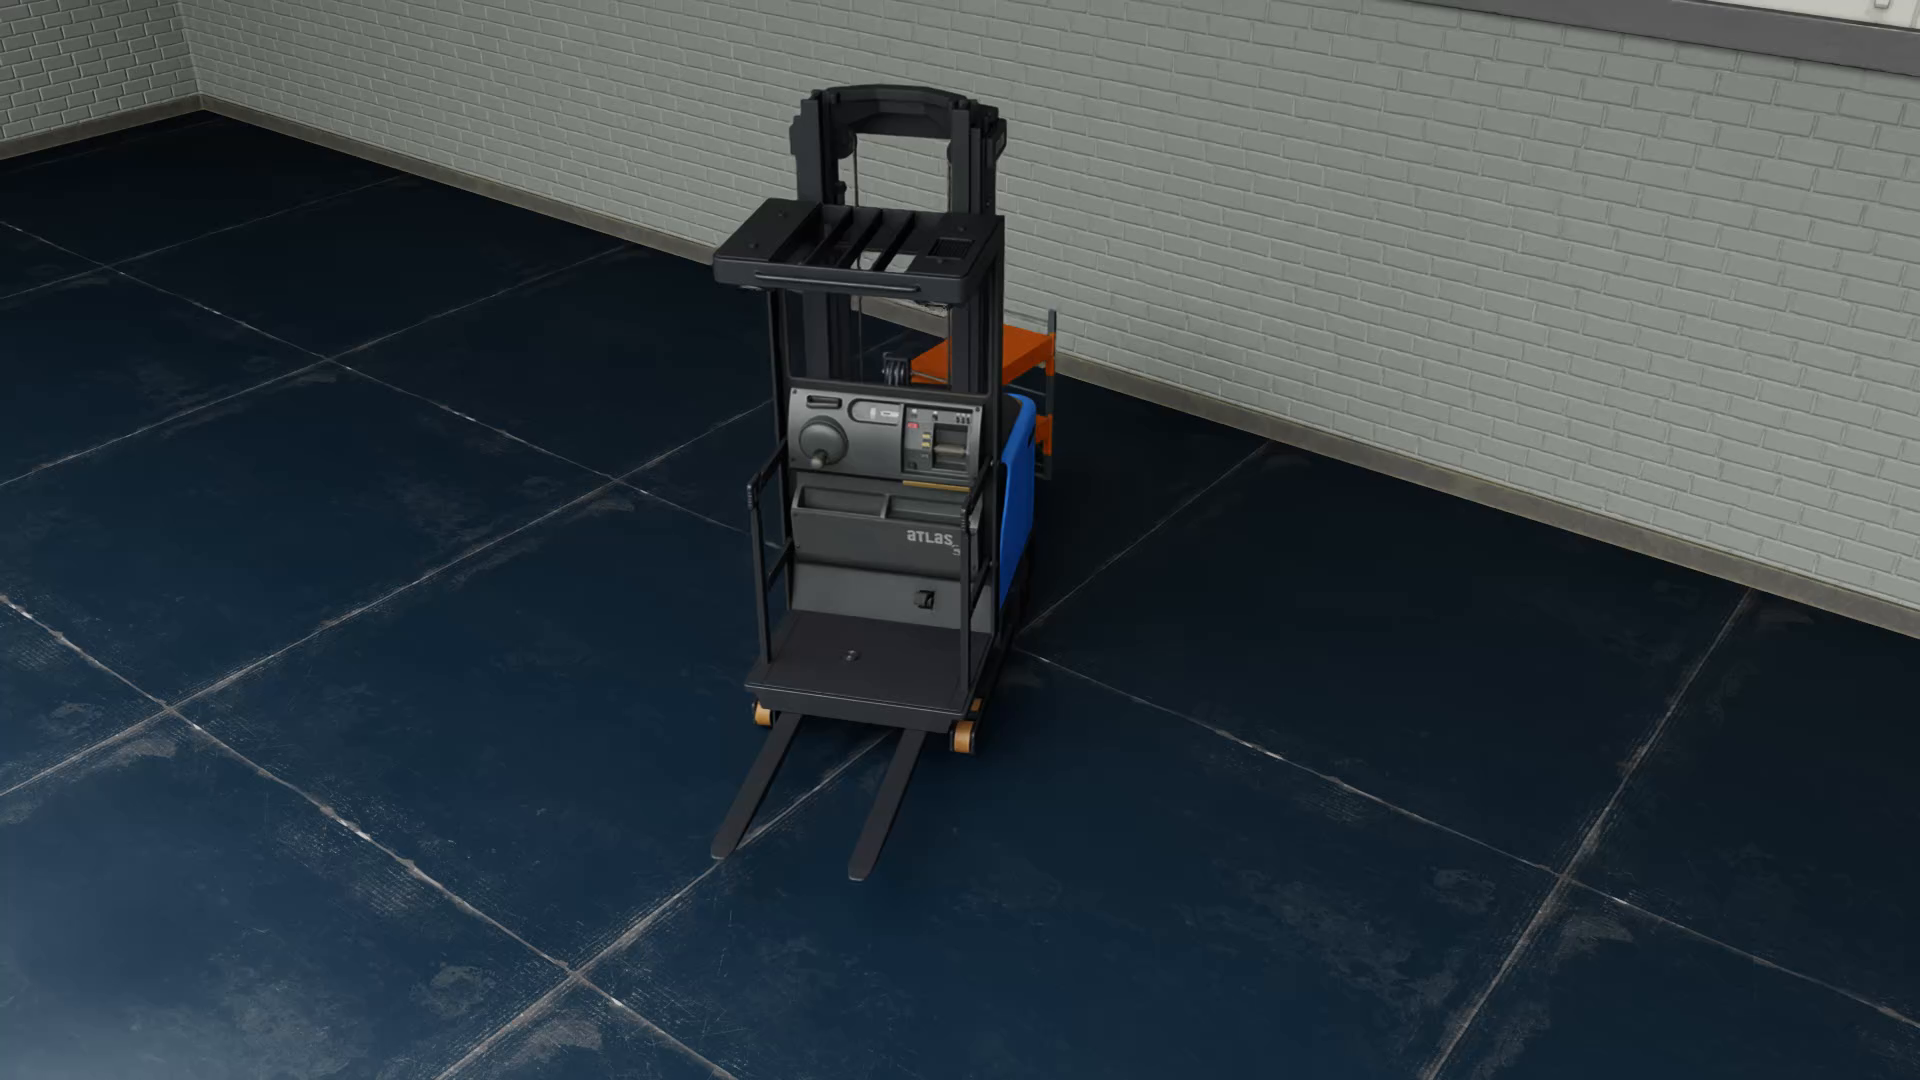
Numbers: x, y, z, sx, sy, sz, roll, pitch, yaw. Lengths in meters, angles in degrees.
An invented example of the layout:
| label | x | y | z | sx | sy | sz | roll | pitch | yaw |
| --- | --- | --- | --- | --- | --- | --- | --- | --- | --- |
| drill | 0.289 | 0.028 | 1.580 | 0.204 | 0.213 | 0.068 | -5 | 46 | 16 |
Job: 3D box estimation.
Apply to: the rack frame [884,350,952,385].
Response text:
| label | x | y | z | sx | sy | sz | roll | pitch | yaw |
| --- | --- | --- | --- | --- | --- | --- | --- | --- | --- |
| rack frame | -0.215 | -0.509 | 9.506 | 0.500 | 1.125 | 0.032 | 19 | 36 | 29 |

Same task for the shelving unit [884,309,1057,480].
| label | x | y | z | sx | sy | sz | roll | pitch | yaw |
| --- | --- | --- | --- | --- | --- | --- | --- | --- | --- |
| shelving unit | 0.072 | -0.723 | 9.867 | 0.538 | 1.125 | 1.048 | 19 | 36 | 29 |

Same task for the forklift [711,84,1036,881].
| label | x | y | z | sx | sy | sz | roll | pitch | yaw |
| --- | --- | --- | --- | --- | --- | --- | --- | --- | --- |
| forklift | -0.399 | -0.442 | 7.620 | 1.130 | 2.935 | 3.031 | 7 | 31 | 11 |

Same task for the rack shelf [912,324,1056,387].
| label | x | y | z | sx | sy | sz | roll | pitch | yaw |
| --- | --- | --- | --- | --- | --- | --- | --- | --- | --- |
| rack shelf | 0.072 | -0.975 | 9.718 | 0.538 | 0.278 | 1.000 | 19 | 36 | 29 |

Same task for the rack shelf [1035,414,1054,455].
| label | x | y | z | sx | sy | sz | roll | pitch | yaw |
| --- | --- | --- | --- | --- | --- | --- | --- | --- | --- |
| rack shelf | 0.072 | -0.513 | 9.992 | 0.538 | 0.278 | 1.000 | 19 | 36 | 29 |

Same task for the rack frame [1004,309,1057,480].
| label | x | y | z | sx | sy | sz | roll | pitch | yaw |
| --- | --- | --- | --- | --- | --- | --- | --- | --- | --- |
| rack frame | 0.358 | -0.937 | 10.228 | 0.500 | 1.125 | 0.032 | 19 | 36 | 29 |
